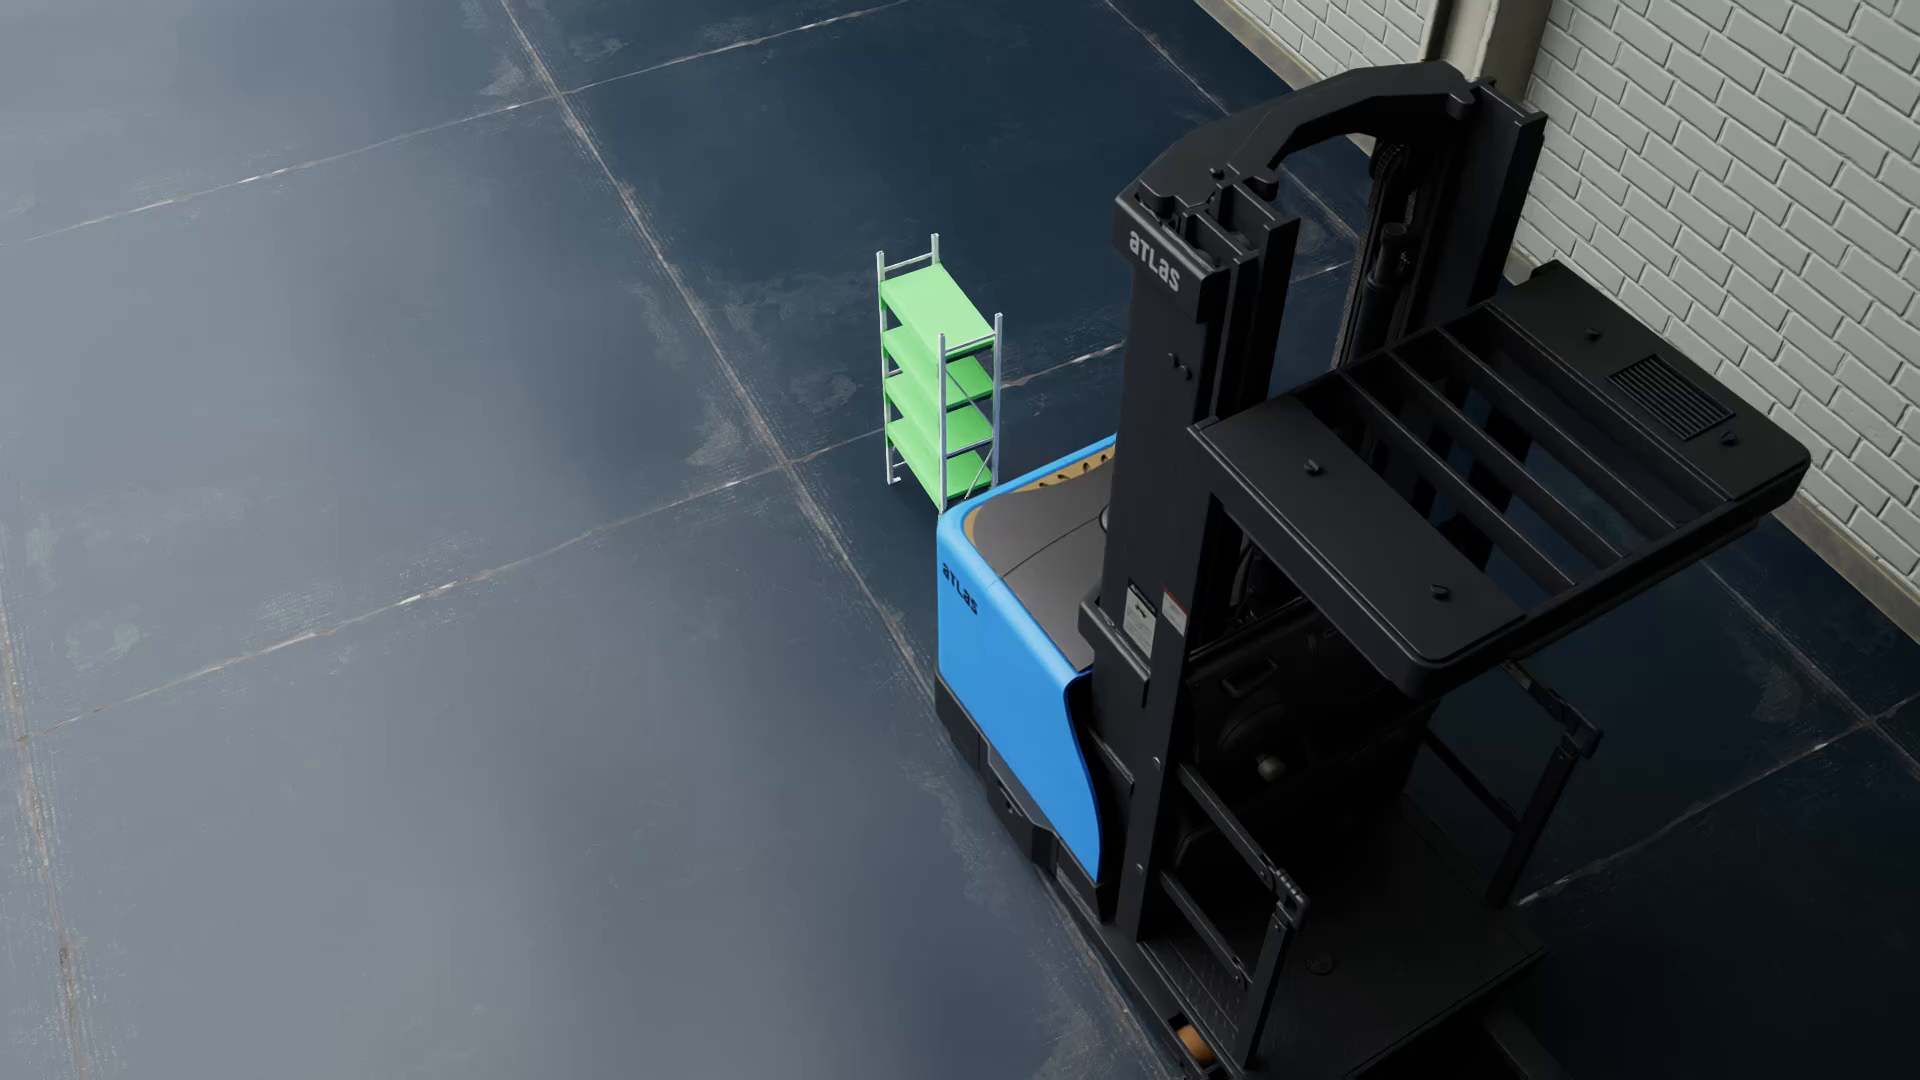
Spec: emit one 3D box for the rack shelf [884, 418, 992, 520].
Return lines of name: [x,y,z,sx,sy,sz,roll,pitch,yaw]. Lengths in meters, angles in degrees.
rack shelf: [-0.076,-0.306,6.517,0.258,0.148,0.480,-21,52,-18]

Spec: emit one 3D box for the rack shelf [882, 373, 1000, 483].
rack shelf: [-0.076,-0.464,6.336,0.258,0.148,0.480,-21,52,-18]

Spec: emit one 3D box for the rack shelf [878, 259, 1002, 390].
rack shelf: [-0.076,-0.780,5.975,0.258,0.148,0.480,-21,52,-18]

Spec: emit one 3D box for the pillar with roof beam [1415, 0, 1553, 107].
pillar with roof beam: [-1.598,-2.940,3.235,9.100,9.000,0.400,-21,52,-18]

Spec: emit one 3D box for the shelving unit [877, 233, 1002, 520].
shelving unit: [-0.076,-0.506,6.288,0.258,1.200,0.503,-21,52,-18]

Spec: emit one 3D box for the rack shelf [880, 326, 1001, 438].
rack shelf: [-0.076,-0.622,6.155,0.258,0.148,0.480,-21,52,-18]

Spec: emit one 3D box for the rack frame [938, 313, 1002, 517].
rack frame: [0.036,-0.342,6.145,0.240,1.200,0.015,-21,52,-18]

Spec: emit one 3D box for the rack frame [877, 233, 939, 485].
rack frame: [-0.187,-0.669,6.431,0.240,1.200,0.015,-21,52,-18]

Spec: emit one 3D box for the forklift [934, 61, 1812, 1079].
forklift: [1.105,0.421,4.327,1.130,2.935,3.031,-25,53,-20]
